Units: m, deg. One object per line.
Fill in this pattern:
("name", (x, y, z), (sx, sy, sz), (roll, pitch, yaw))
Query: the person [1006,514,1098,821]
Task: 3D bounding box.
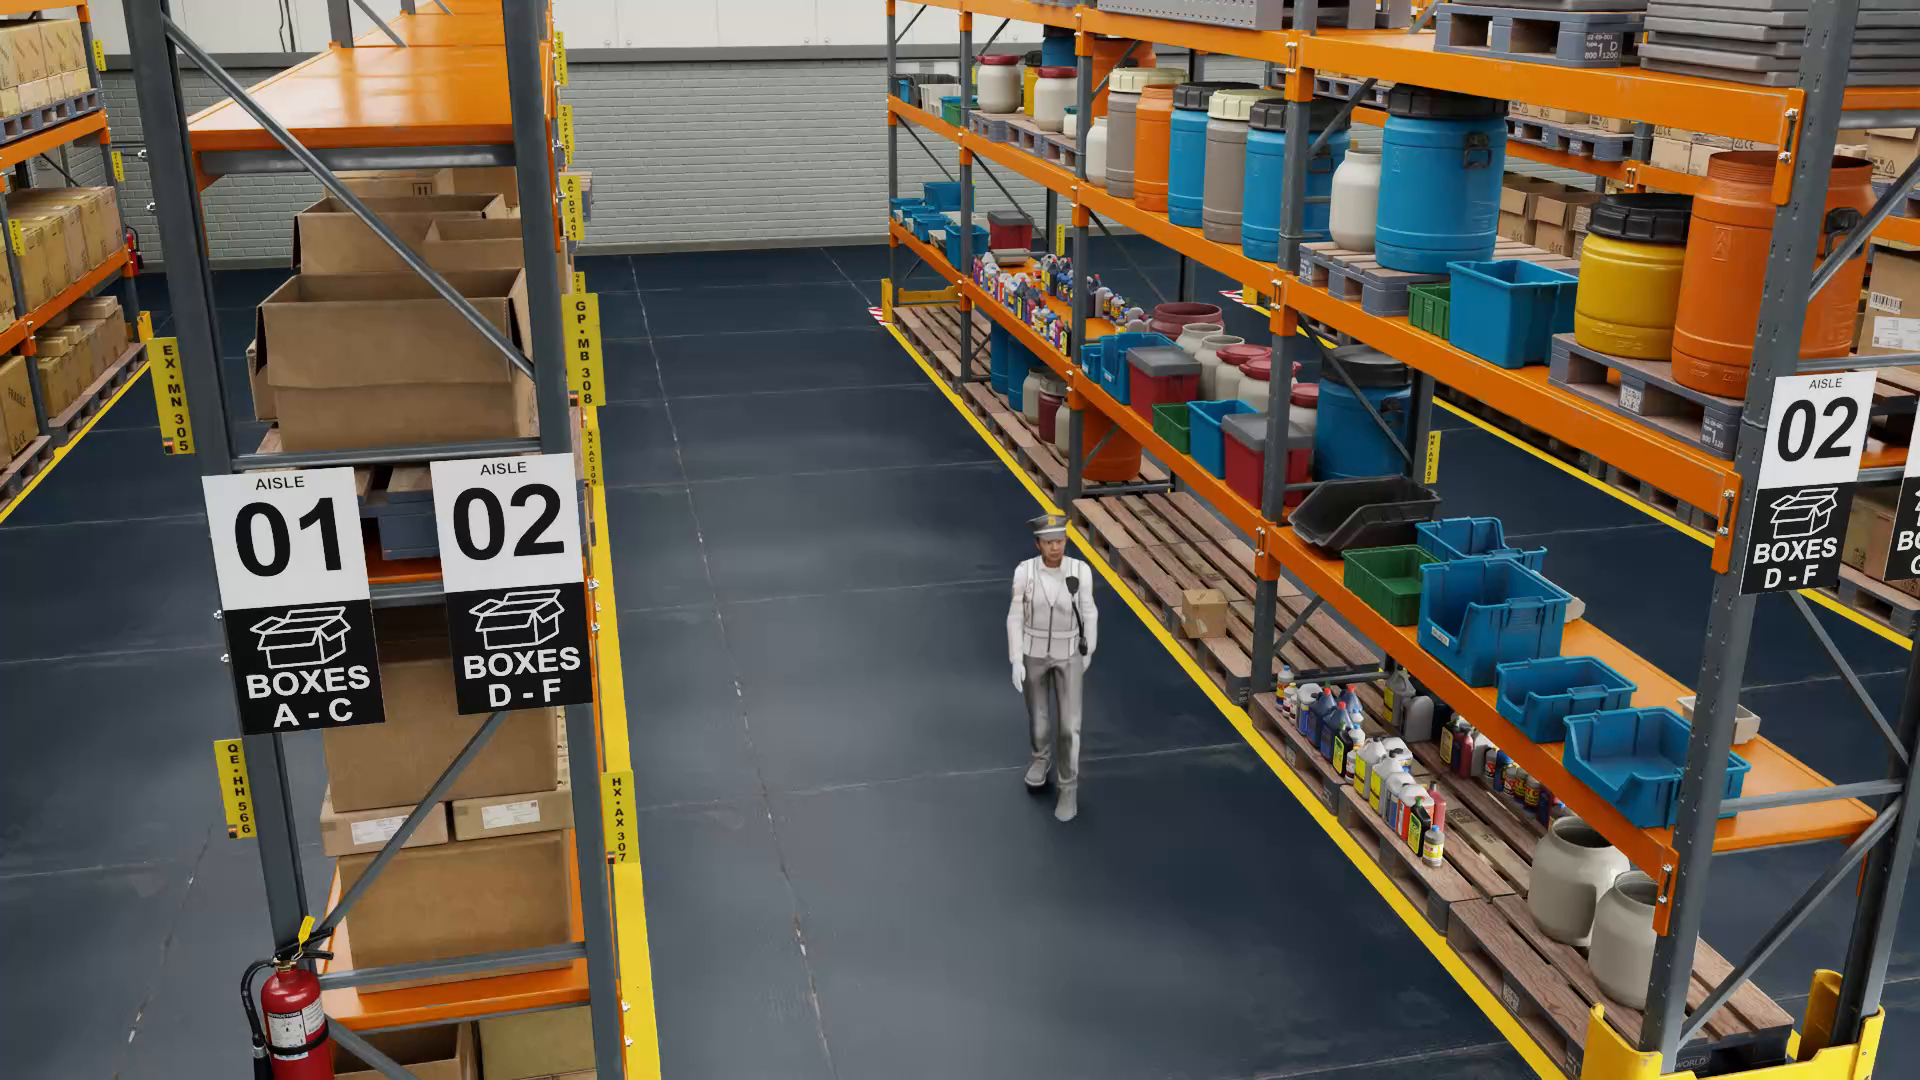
("person", (0.502, 0.672, 9.190), (0.489, 1.755, 0.566), (3, 20, 8))
